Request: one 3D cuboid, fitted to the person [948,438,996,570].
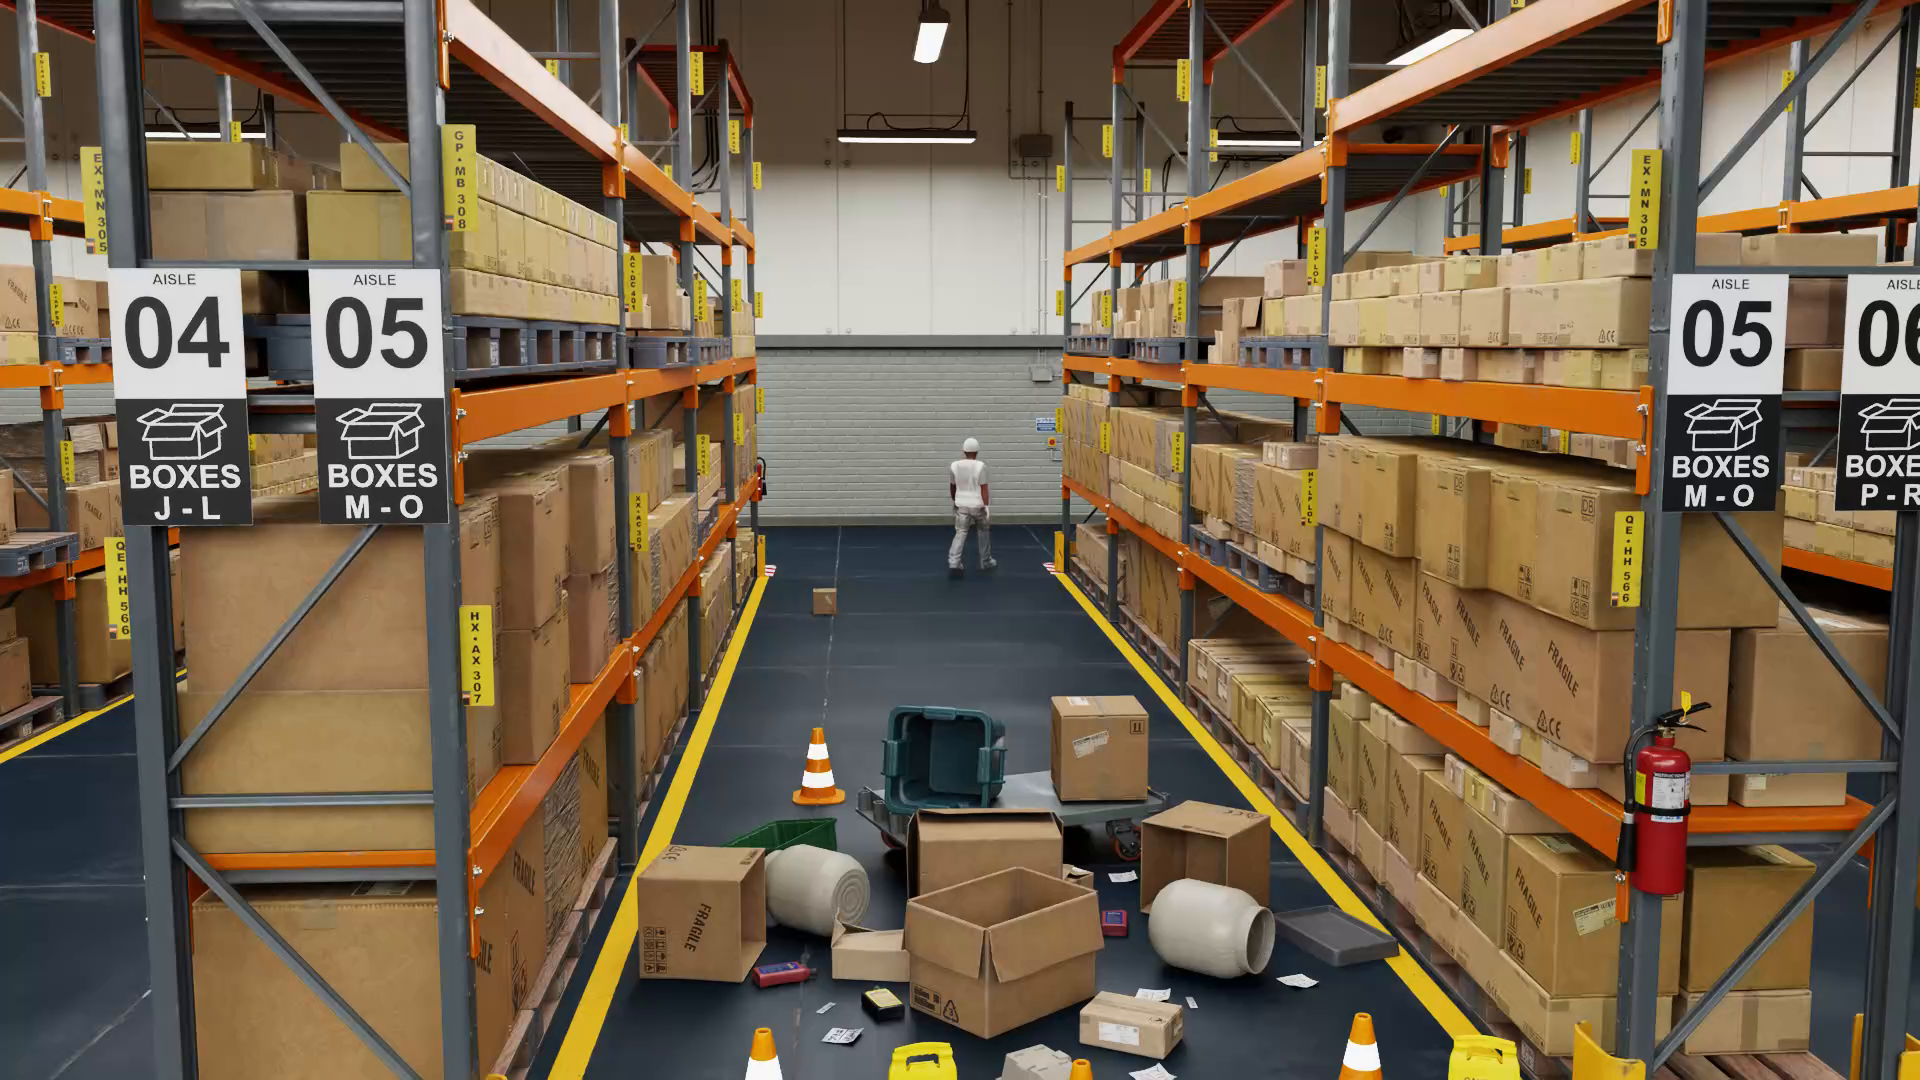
[{"bbox_3d":[0.154,-0.456,21.538,0.600,1.744,1.018,2,7,20],"label":"person"}]
